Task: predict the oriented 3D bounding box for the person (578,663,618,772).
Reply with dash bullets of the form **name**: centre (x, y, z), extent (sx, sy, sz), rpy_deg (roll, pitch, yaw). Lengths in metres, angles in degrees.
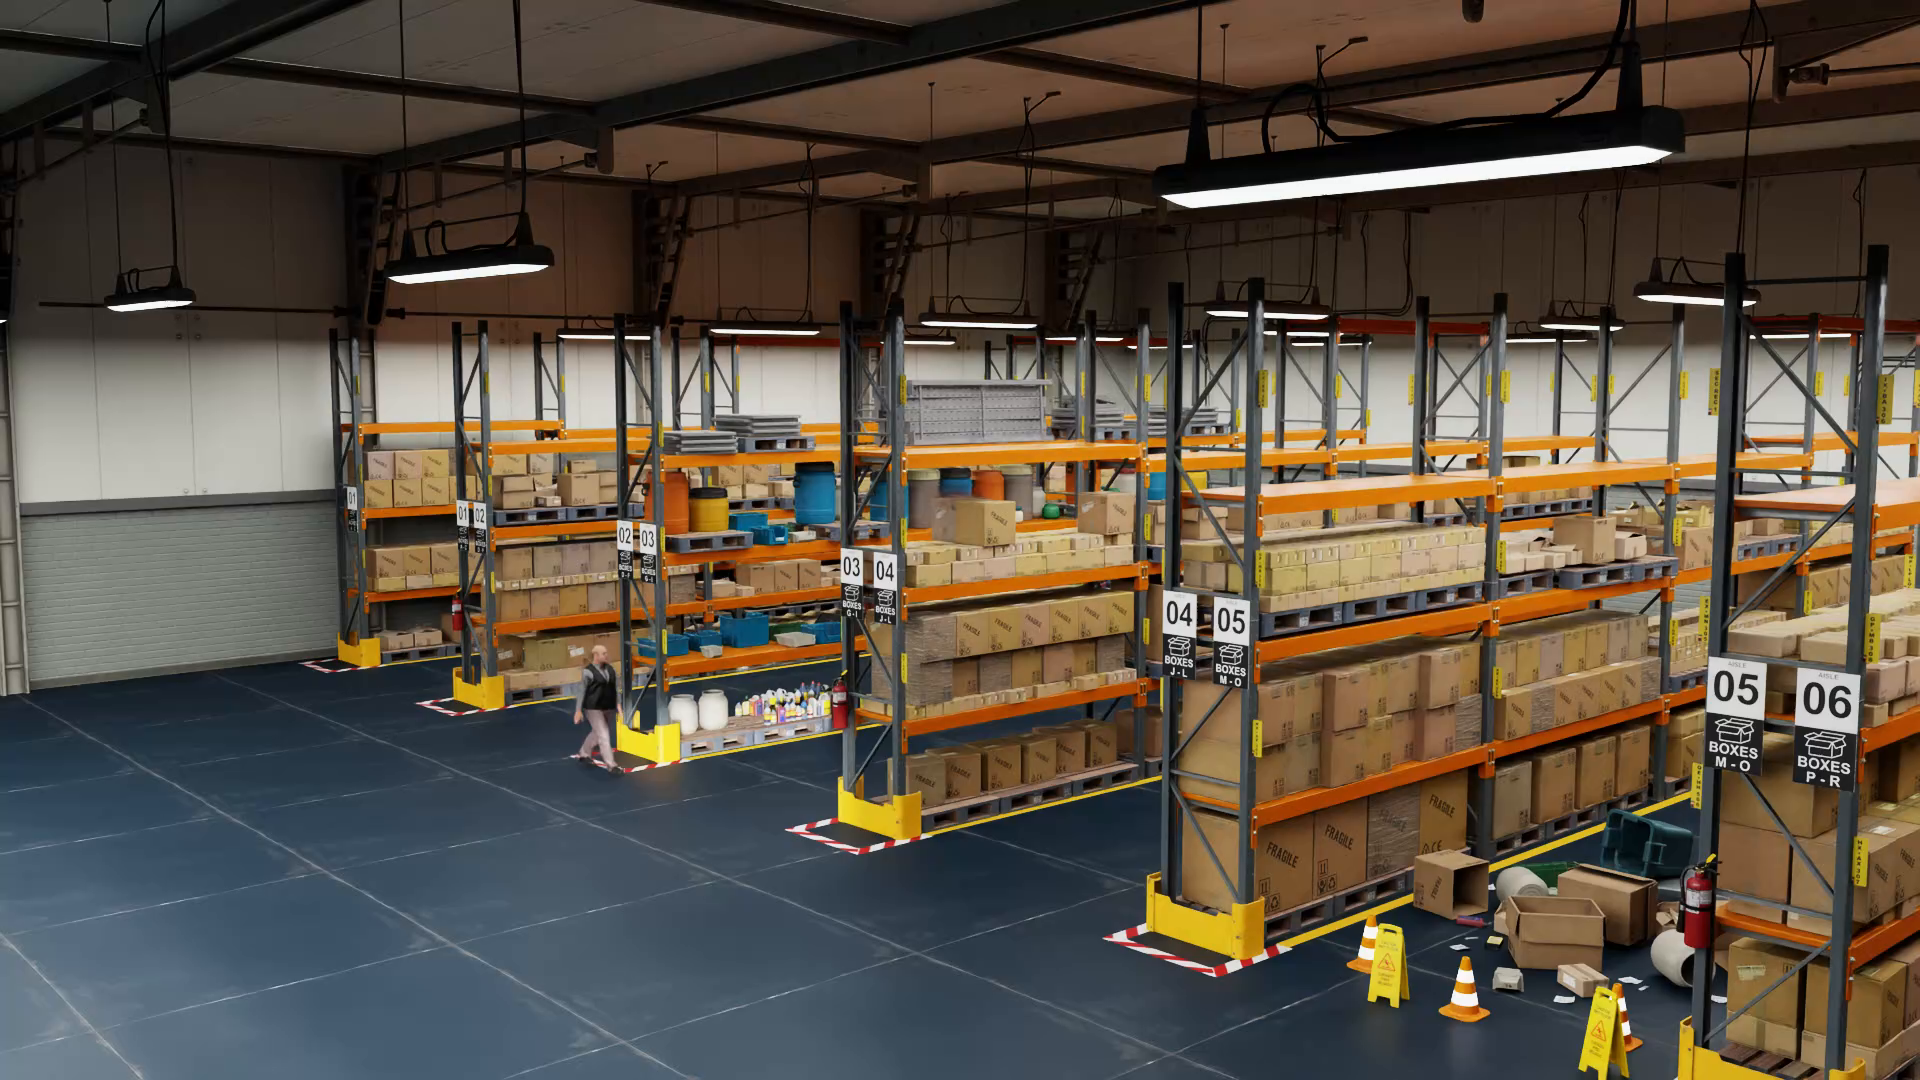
- **person**: centre (-4.724, 2.281, 21.711), extent (0.939, 1.374, 0.446), rpy_deg (4, 7, 34)
